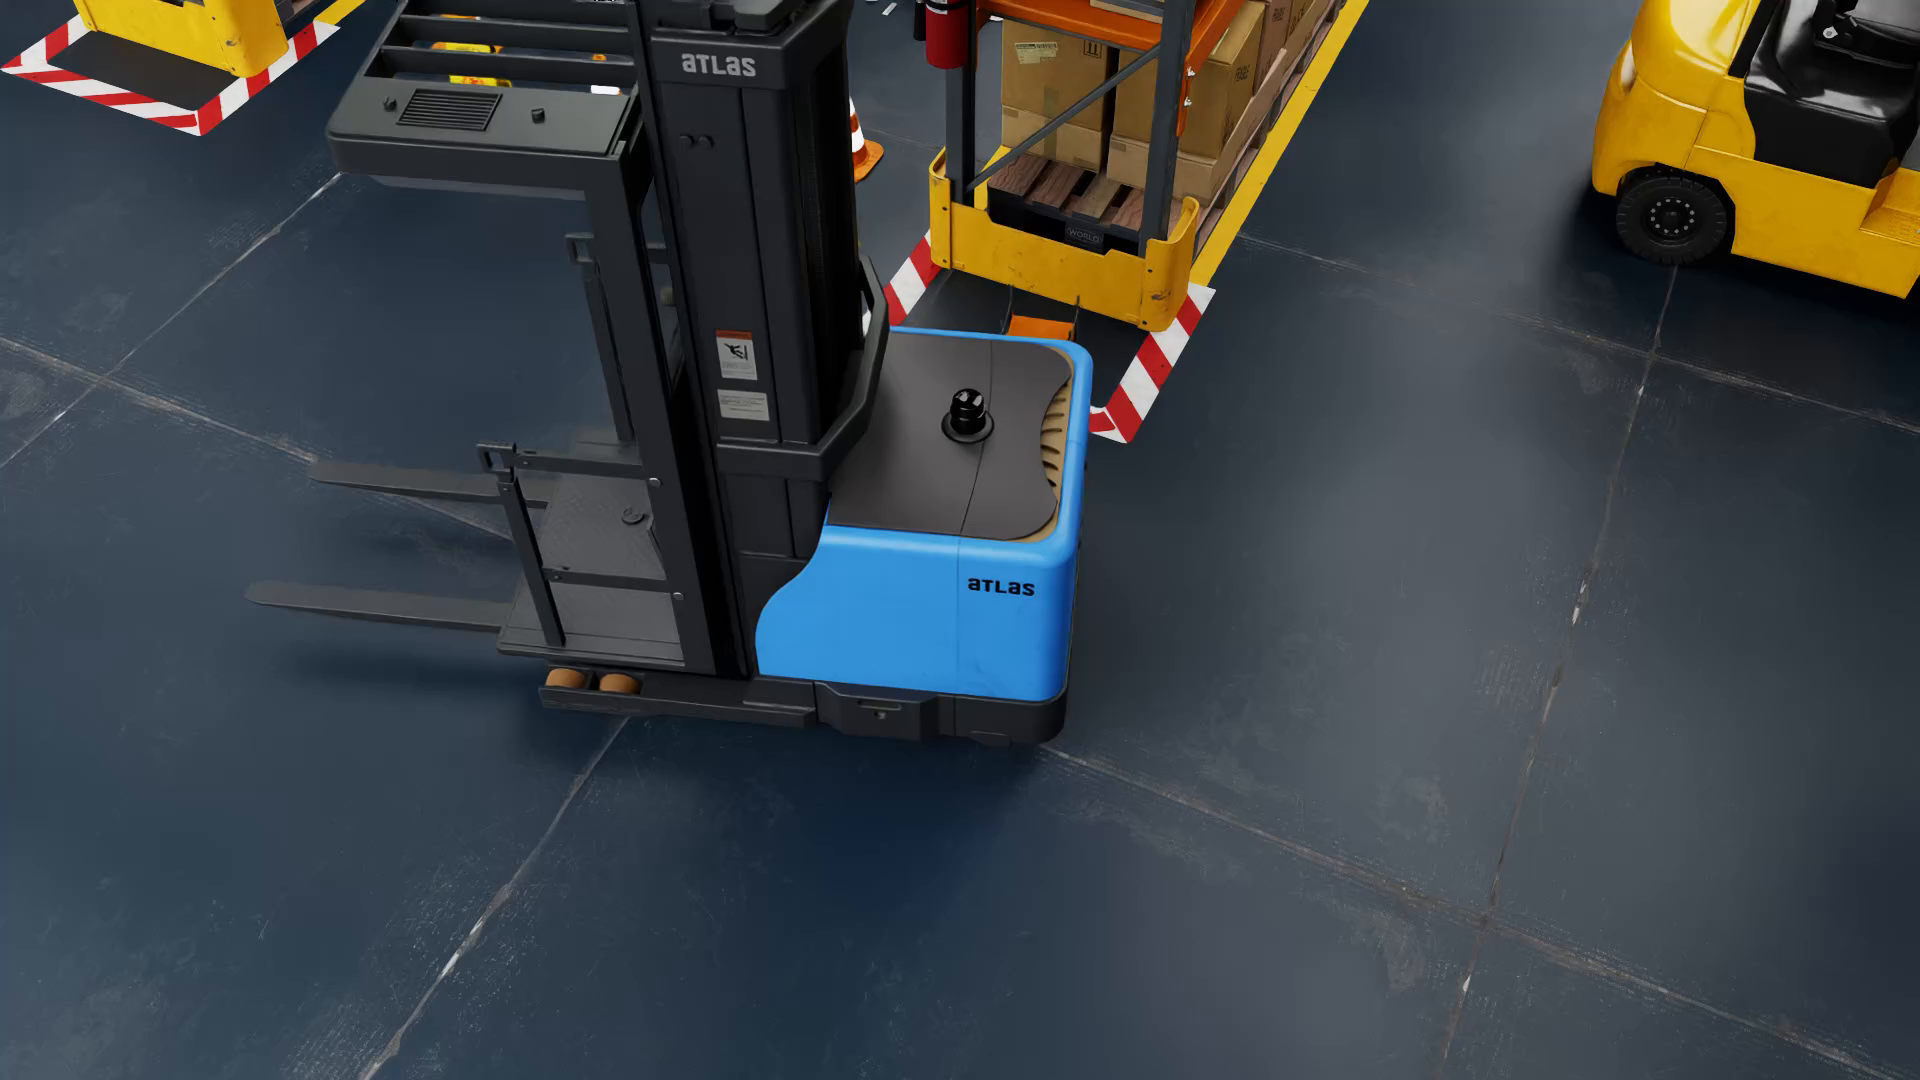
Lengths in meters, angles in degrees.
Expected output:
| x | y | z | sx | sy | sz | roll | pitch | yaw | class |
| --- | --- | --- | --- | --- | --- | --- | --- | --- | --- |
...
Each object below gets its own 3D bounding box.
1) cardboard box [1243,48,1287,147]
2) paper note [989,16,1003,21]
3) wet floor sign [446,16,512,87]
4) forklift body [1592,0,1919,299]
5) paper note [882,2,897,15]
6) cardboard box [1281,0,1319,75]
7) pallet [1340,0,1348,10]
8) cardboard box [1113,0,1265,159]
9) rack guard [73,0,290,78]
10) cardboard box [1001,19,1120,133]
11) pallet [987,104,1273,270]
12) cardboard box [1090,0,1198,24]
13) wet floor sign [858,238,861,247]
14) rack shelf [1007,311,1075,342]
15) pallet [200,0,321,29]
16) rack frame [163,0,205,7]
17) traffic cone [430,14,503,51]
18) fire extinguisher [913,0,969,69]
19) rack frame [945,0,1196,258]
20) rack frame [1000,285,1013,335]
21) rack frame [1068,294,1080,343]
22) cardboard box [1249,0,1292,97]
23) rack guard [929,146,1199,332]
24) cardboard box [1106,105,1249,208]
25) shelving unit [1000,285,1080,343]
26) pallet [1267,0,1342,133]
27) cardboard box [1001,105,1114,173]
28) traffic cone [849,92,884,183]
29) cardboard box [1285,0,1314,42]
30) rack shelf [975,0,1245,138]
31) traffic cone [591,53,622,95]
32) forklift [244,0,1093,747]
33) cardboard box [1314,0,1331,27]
| x | y | z | sx | sy | sz | roll | pitch | yaw | class |
| --- | --- | --- | --- | --- | --- | --- | --- | --- | --- |
| 1.232 | -2.188 | 7.987 | 0.500 | 0.250 | 0.500 | 22 | 53 | 17 | cardboard box |
| 0.203 | -2.852 | 8.971 | 0.142 | 0.019 | 0.148 | 4 | 50 | 3 | paper note |
| -2.328 | -2.243 | 8.050 | 0.267 | 0.644 | 0.232 | 12 | 51 | 10 | wet floor sign |
| 4.063 | -2.141 | 6.974 | 2.313 | 2.155 | 1.214 | 20 | 52 | 16 | forklift body |
| -0.380 | -2.877 | 9.007 | 0.032 | 0.001 | 0.123 | 20 | 52 | 16 | paper note |
| 1.454 | -2.568 | 8.311 | 0.500 | 0.250 | 0.500 | 23 | 53 | 18 | cardboard box |
| 1.867 | -3.506 | 9.410 | 1.003 | 0.211 | 1.213 | 20 | 52 | 16 | pallet |
| 1.017 | -2.099 | 7.419 | 0.500 | 0.500 | 0.500 | 18 | 52 | 15 | cardboard box |
| -4.116 | -2.843 | 8.656 | 1.175 | 0.500 | 0.348 | 20 | 52 | 16 | rack guard |
| 0.519 | -2.253 | 7.550 | 0.500 | 0.500 | 0.500 | 20 | 53 | 16 | cardboard box |
| 0.824 | -1.826 | 7.980 | 1.003 | 0.211 | 1.213 | 20 | 52 | 16 | pallet |
| 0.745 | -2.214 | 6.644 | 0.380 | 0.149 | 0.250 | 20 | 52 | 16 | cardboard box |
| -0.636 | -1.583 | 7.489 | 0.232 | 0.644 | 0.267 | -37 | 59 | -27 | wet floor sign |
| 0.284 | -0.657 | 6.076 | 0.240 | 0.259 | 0.215 | 9 | 50 | 8 | rack shelf |
| -3.835 | -3.342 | 9.271 | 1.003 | 0.211 | 1.213 | 20 | 52 | 16 | pallet |
| -4.106 | -3.670 | 7.718 | 1.000 | 3.000 | 0.127 | 20 | 52 | 16 | rack frame |
| -2.595 | -2.751 | 8.603 | 0.336 | 0.463 | 0.334 | 20 | 52 | 16 | traffic cone |
| -0.053 | -2.175 | 6.497 | 0.296 | 0.674 | 0.183 | 20 | 52 | 16 | fire extinguisher |
| 0.413 | -2.129 | 6.407 | 1.000 | 3.000 | 0.127 | 20 | 52 | 16 | rack frame |
| 0.165 | -0.498 | 6.300 | 0.008 | 1.050 | 0.200 | 9 | 50 | 8 | rack frame |
| 0.404 | -0.461 | 6.268 | 0.008 | 1.050 | 0.200 | 9 | 50 | 8 | rack frame |
| 1.236 | -2.460 | 7.726 | 0.500 | 0.500 | 0.500 | 18 | 52 | 15 | cardboard box |
| 0.445 | -1.371 | 7.404 | 1.175 | 0.500 | 0.348 | 20 | 52 | 16 | rack guard |
| 1.007 | -1.839 | 7.690 | 0.500 | 0.250 | 0.500 | 19 | 52 | 16 | cardboard box |
| 0.284 | -0.479 | 6.284 | 0.252 | 1.050 | 0.215 | 9 | 50 | 8 | shelving unit |
| 1.347 | -2.663 | 8.692 | 1.003 | 0.211 | 1.213 | 20 | 52 | 16 | pallet |
| 0.525 | -2.035 | 7.857 | 0.500 | 0.250 | 0.500 | 20 | 52 | 16 | cardboard box |
| -0.570 | -2.023 | 7.982 | 0.336 | 0.463 | 0.334 | 20 | 52 | 16 | traffic cone |
| 1.458 | -2.803 | 8.018 | 0.500 | 0.500 | 0.500 | 21 | 53 | 17 | cardboard box |
| 1.267 | -3.273 | 7.853 | 1.077 | 0.370 | 4.000 | 20 | 52 | 16 | rack shelf |
| -1.719 | -2.150 | 8.090 | 0.336 | 0.463 | 0.334 | 20 | 52 | 16 | traffic cone |
| -1.082 | -0.710 | 5.245 | 3.031 | 2.935 | 1.130 | 5 | 50 | 4 | forklift |
| 1.672 | -2.915 | 8.606 | 0.500 | 0.250 | 0.500 | 21 | 53 | 17 | cardboard box |
